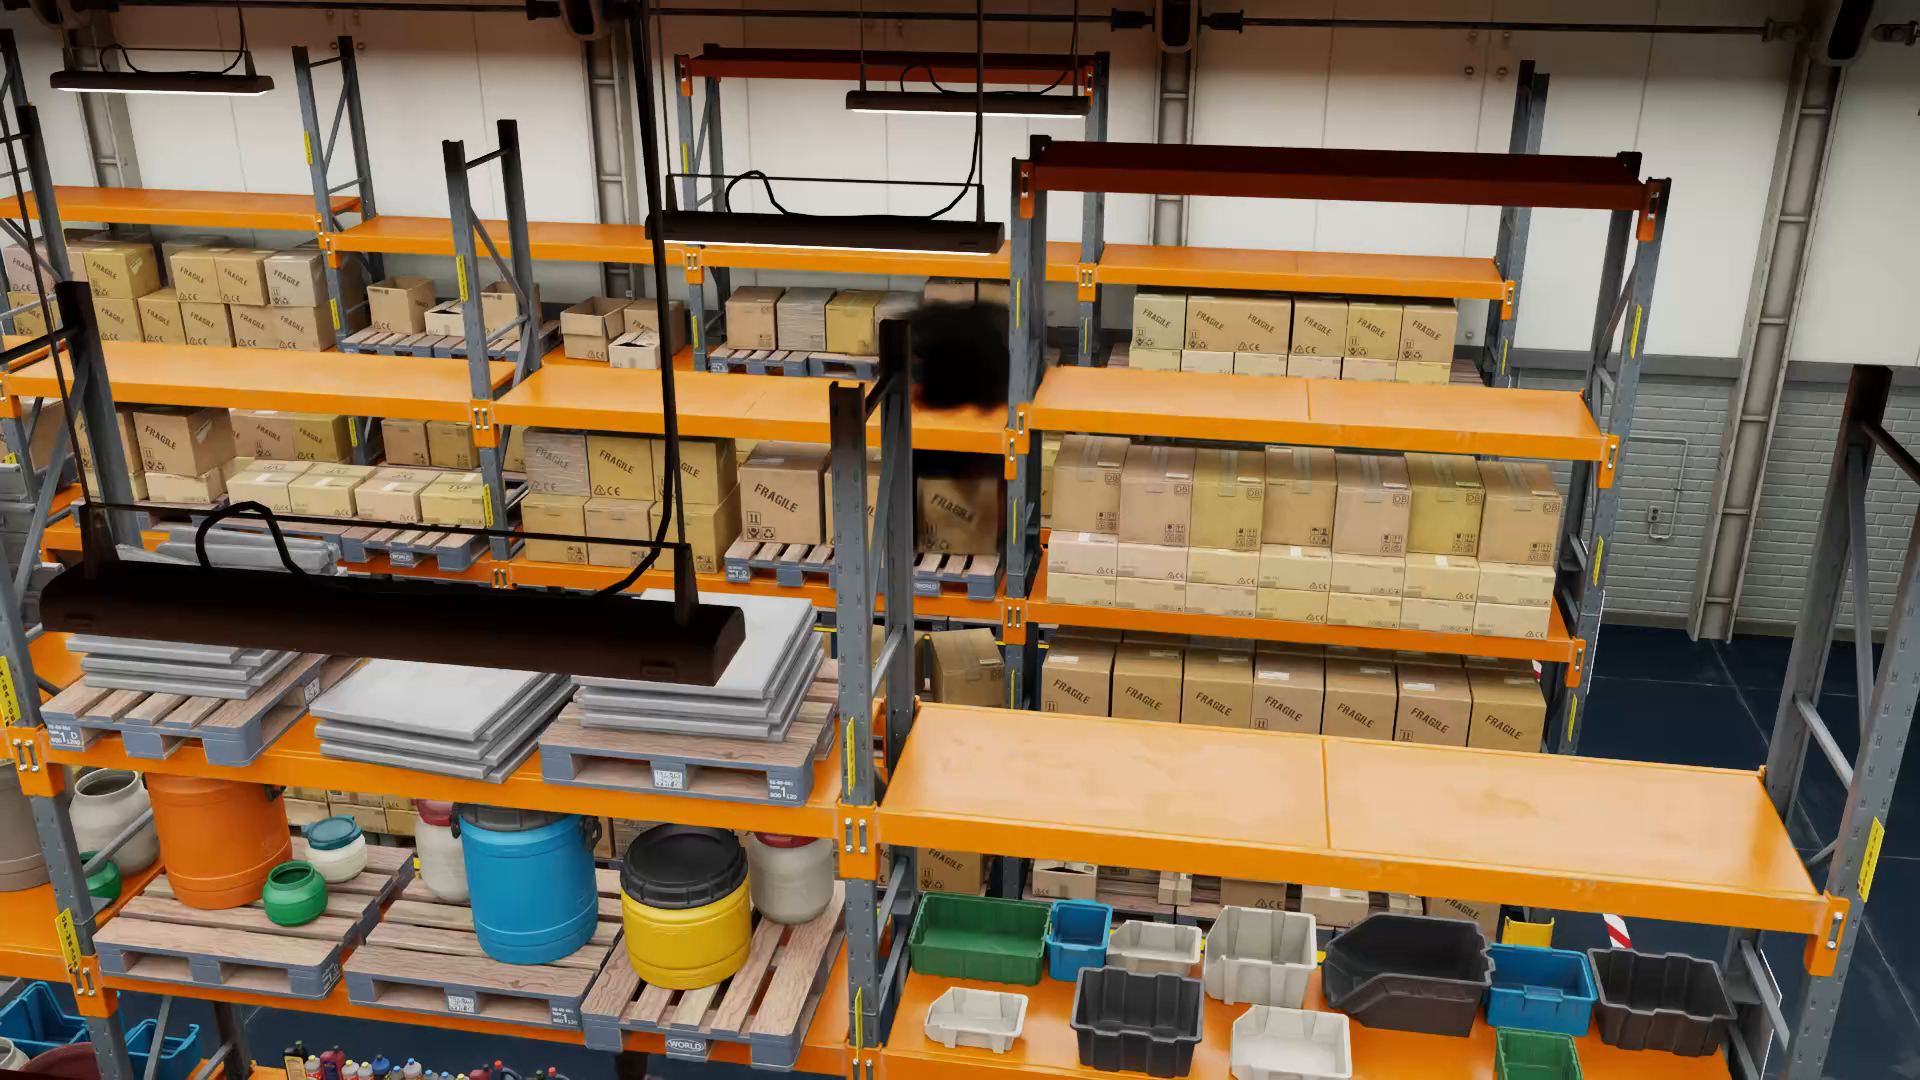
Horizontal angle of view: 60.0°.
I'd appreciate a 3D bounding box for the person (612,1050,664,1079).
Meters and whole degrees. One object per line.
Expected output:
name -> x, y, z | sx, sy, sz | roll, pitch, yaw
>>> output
person -> -2.003, 3.184, 10.705 | 0.734, 1.724, 0.672 | 9, 25, 20
